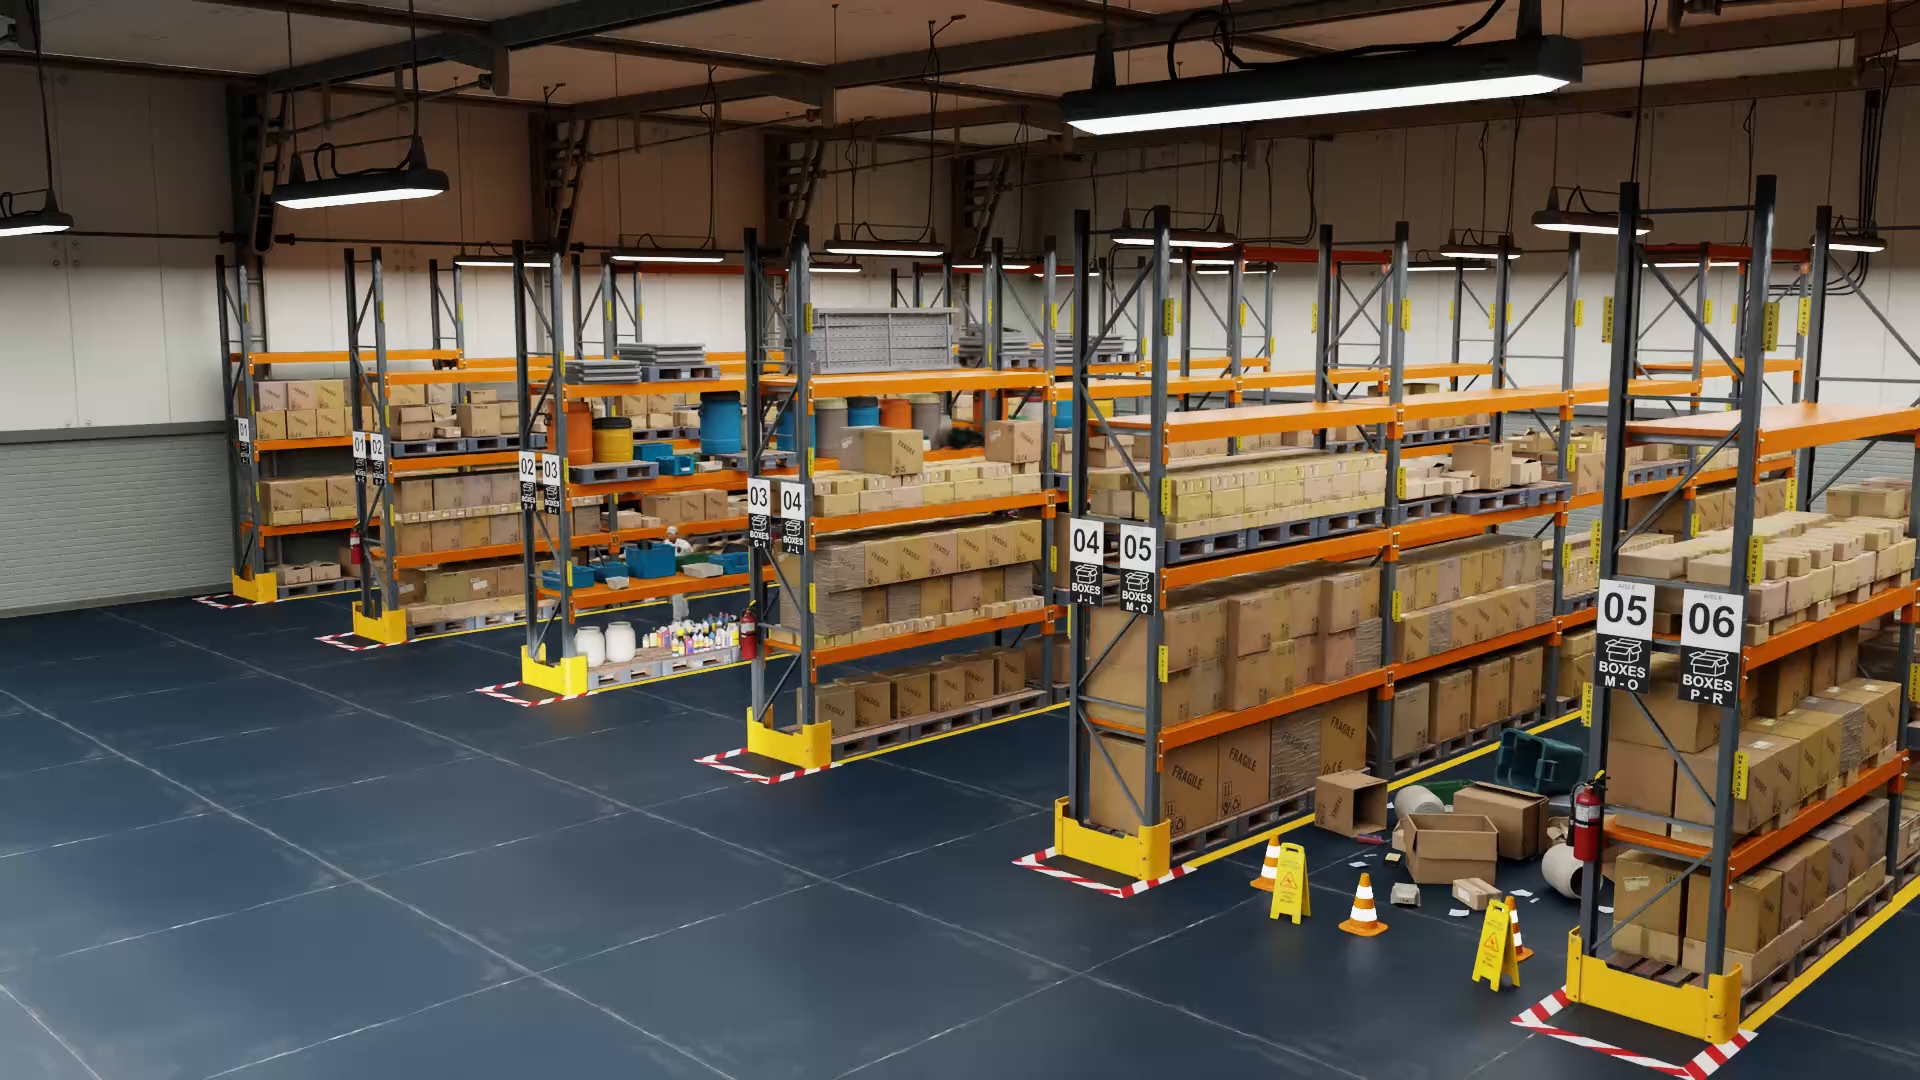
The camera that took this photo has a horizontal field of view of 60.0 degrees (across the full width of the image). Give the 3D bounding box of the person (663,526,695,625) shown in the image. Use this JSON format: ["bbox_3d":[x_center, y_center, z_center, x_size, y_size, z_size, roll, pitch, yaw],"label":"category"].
[{"bbox_3d":[-4.570,0.550,27.052,0.605,1.624,0.771,2,8,17],"label":"person"}]
